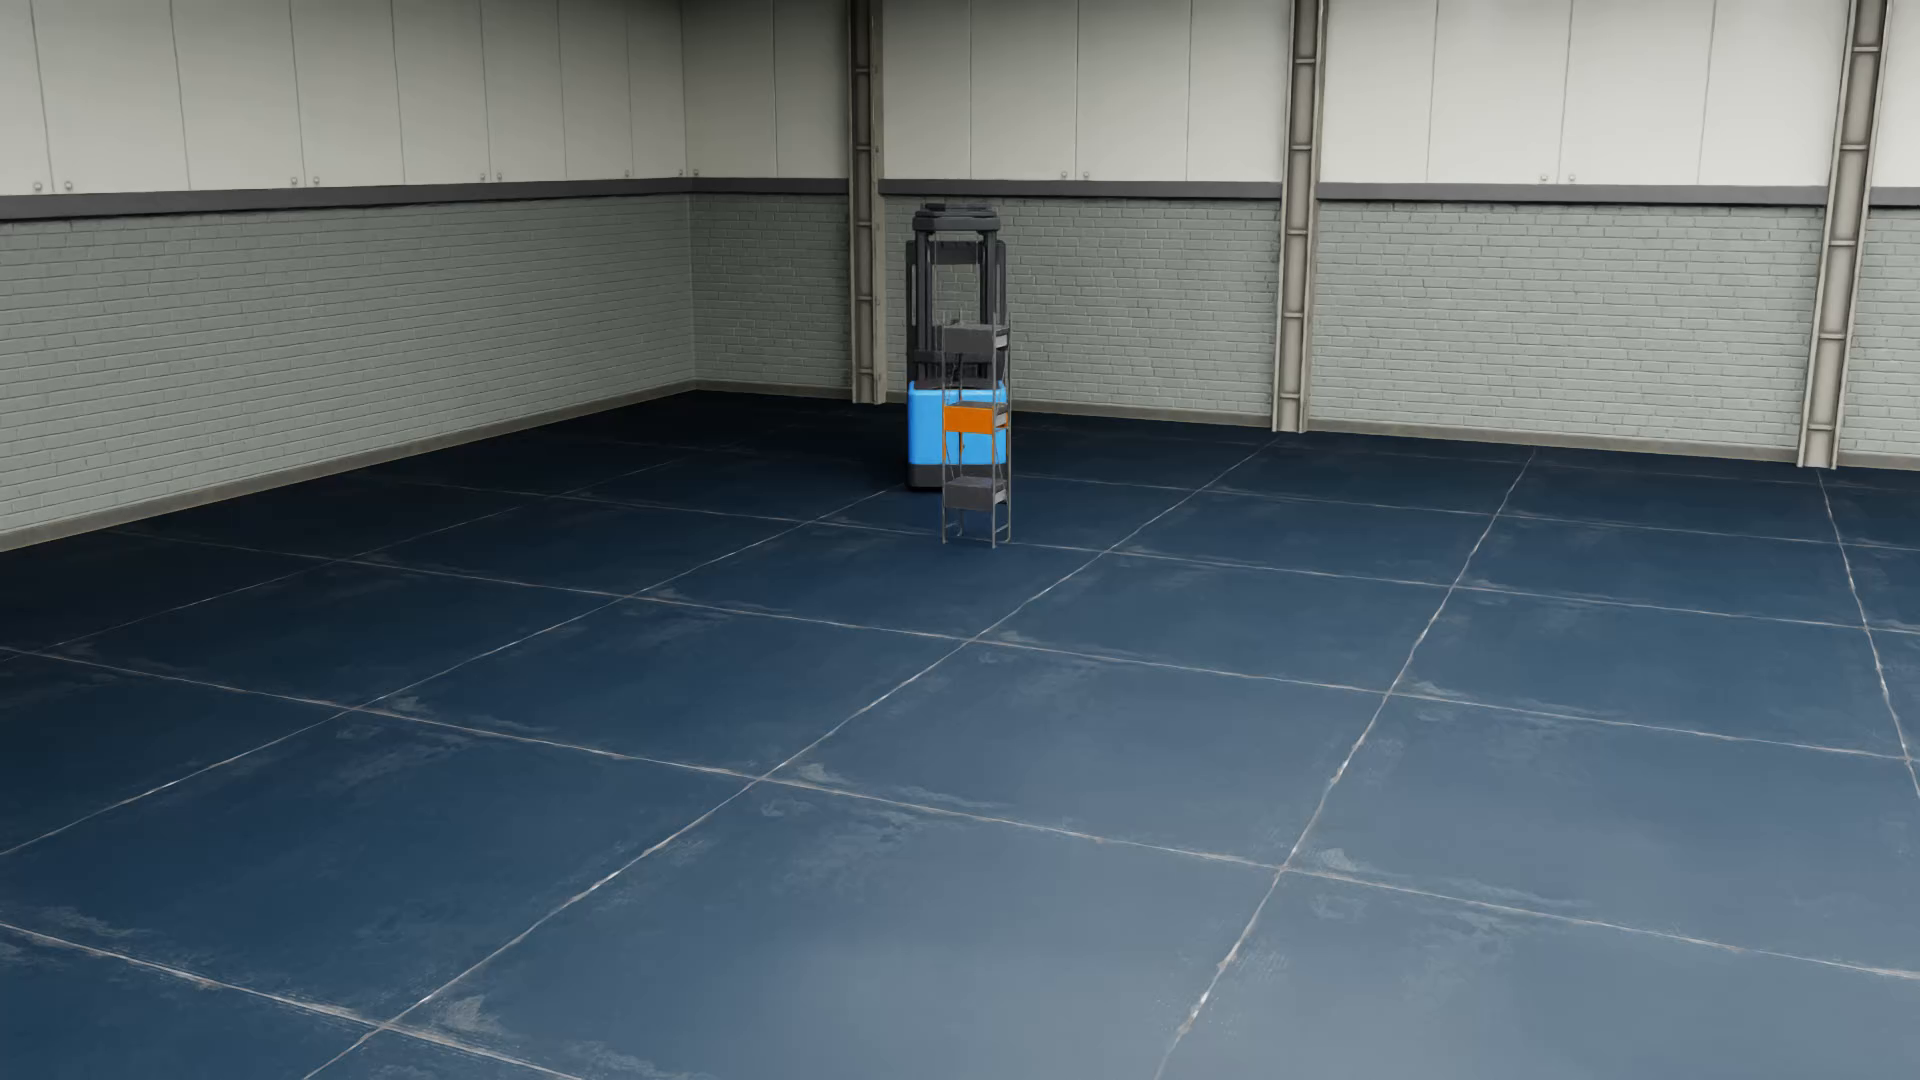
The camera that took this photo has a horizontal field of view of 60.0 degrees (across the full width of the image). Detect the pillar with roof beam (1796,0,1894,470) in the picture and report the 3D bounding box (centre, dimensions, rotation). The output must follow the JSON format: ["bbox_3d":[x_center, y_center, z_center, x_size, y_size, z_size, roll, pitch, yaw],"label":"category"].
[{"bbox_3d":[7.945,-4.321,13.965,0.400,9.000,9.100,6,14,23],"label":"pillar with roof beam"}]

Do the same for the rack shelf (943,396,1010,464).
[{"bbox_3d":[0.151,-0.994,14.948,0.480,0.518,0.431,6,14,23],"label":"rack shelf"}]

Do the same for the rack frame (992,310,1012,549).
[{"bbox_3d":[0.374,-0.984,14.849,0.015,2.100,0.400,6,14,23],"label":"rack frame"}]

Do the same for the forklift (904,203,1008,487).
[{"bbox_3d":[-0.050,-2.256,18.449,1.130,2.935,3.031,0,13,-1],"label":"forklift"}]

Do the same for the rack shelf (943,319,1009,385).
[{"bbox_3d":[0.151,-1.675,14.788,0.480,0.518,0.431,6,14,23],"label":"rack shelf"}]

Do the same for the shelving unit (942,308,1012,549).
[{"bbox_3d":[0.151,-1.007,14.945,0.503,2.100,0.431,6,14,23],"label":"shelving unit"}]

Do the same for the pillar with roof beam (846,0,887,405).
[{"bbox_3d":[-3.027,-5.431,18.697,0.400,9.000,9.100,6,14,23],"label":"pillar with roof beam"}]

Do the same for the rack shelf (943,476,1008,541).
[{"bbox_3d":[0.151,-0.312,15.108,0.480,0.518,0.431,6,14,23],"label":"rack shelf"}]

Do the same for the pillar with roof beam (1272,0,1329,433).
[{"bbox_3d":[2.459,-4.876,16.331,0.400,9.000,9.100,6,14,23],"label":"pillar with roof beam"}]

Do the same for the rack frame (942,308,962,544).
[{"bbox_3d":[-0.072,-1.029,15.041,0.015,2.100,0.400,6,14,23],"label":"rack frame"}]
